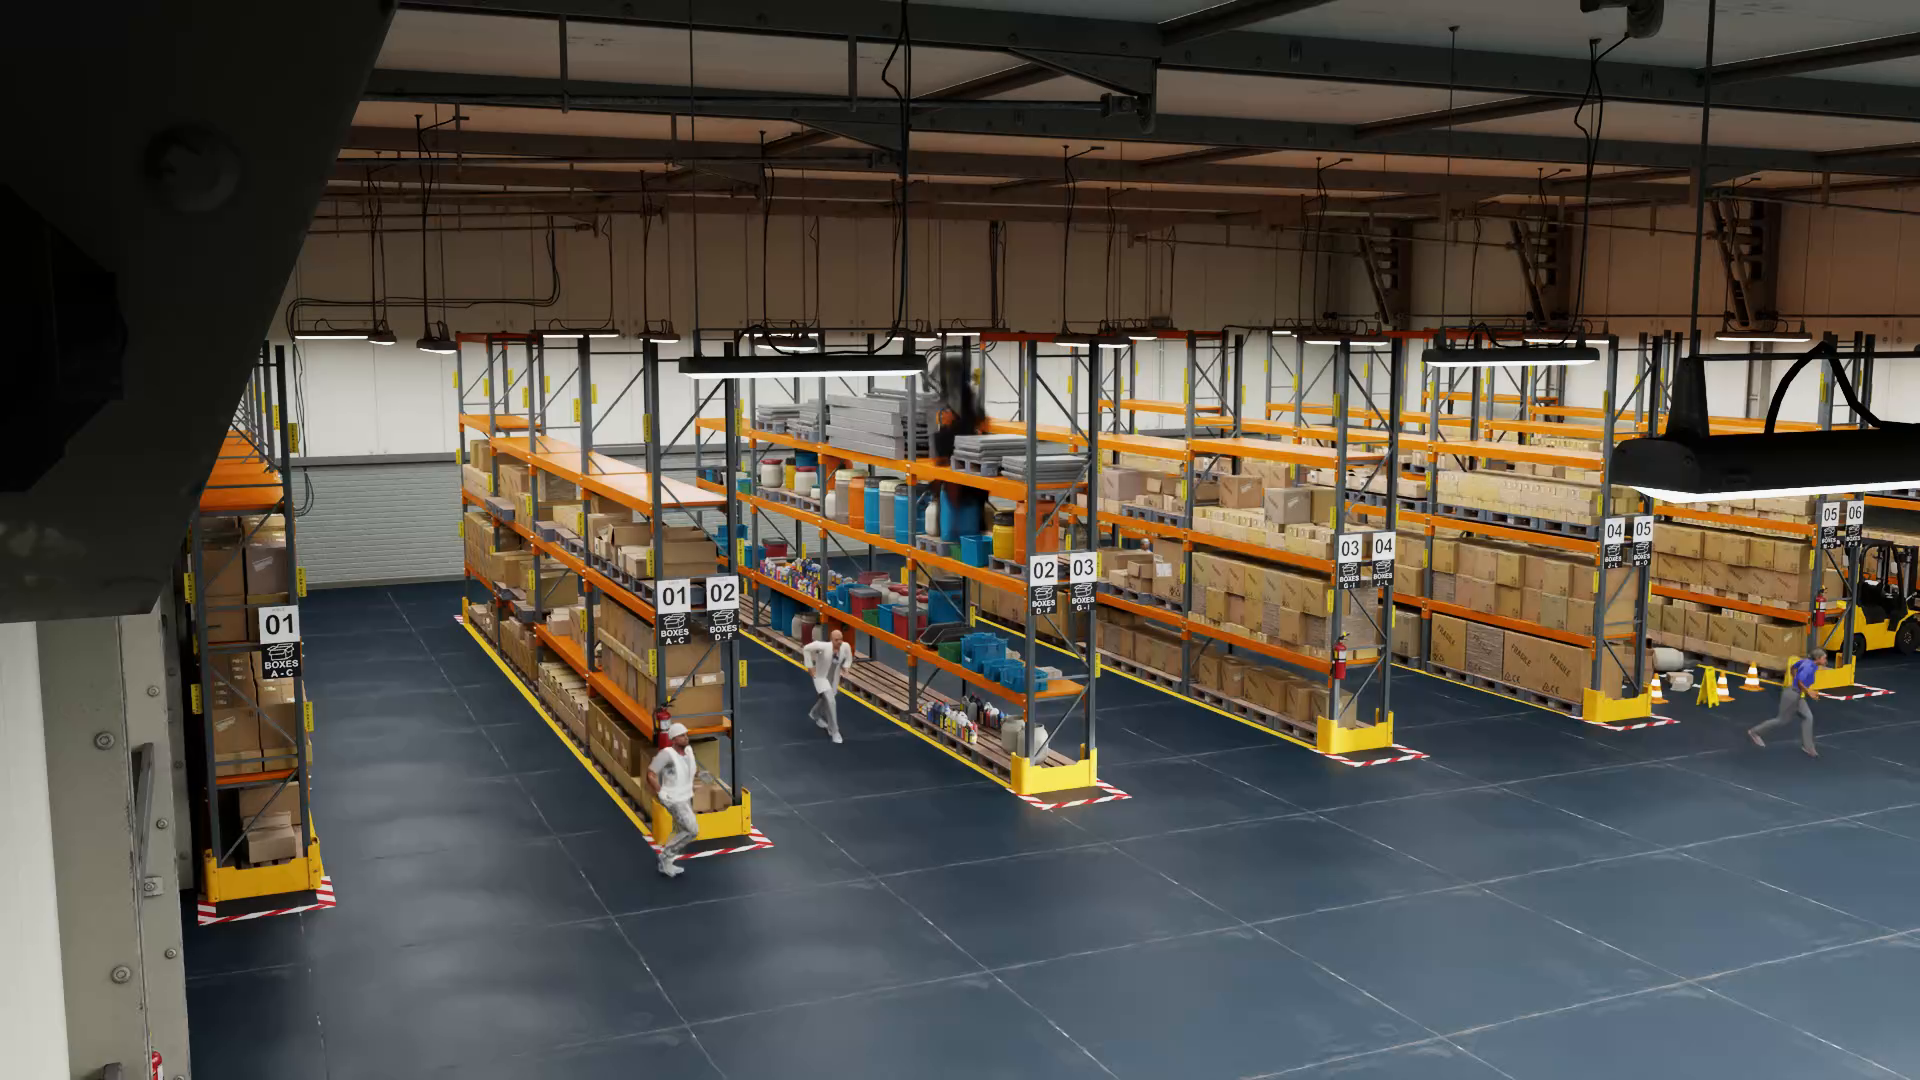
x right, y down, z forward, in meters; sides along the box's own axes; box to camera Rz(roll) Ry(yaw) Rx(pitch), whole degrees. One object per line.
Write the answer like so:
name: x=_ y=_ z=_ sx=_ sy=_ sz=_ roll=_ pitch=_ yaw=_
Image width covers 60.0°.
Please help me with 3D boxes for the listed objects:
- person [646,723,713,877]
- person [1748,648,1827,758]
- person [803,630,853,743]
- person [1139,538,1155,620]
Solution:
person: x=-3.130 y=2.929 z=18.815 sx=0.625 sy=1.745 sz=0.658 roll=2 pitch=8 yaw=16
person: x=11.994 y=2.334 z=24.114 sx=0.975 sy=1.616 sz=0.610 roll=3 pitch=8 yaw=22
person: x=-2.042 y=2.152 z=25.071 sx=0.753 sy=1.744 sz=1.054 roll=-4 pitch=9 yaw=-29
person: x=3.863 y=0.829 z=34.888 sx=0.562 sy=1.758 sz=0.779 roll=-4 pitch=9 yaw=-29
